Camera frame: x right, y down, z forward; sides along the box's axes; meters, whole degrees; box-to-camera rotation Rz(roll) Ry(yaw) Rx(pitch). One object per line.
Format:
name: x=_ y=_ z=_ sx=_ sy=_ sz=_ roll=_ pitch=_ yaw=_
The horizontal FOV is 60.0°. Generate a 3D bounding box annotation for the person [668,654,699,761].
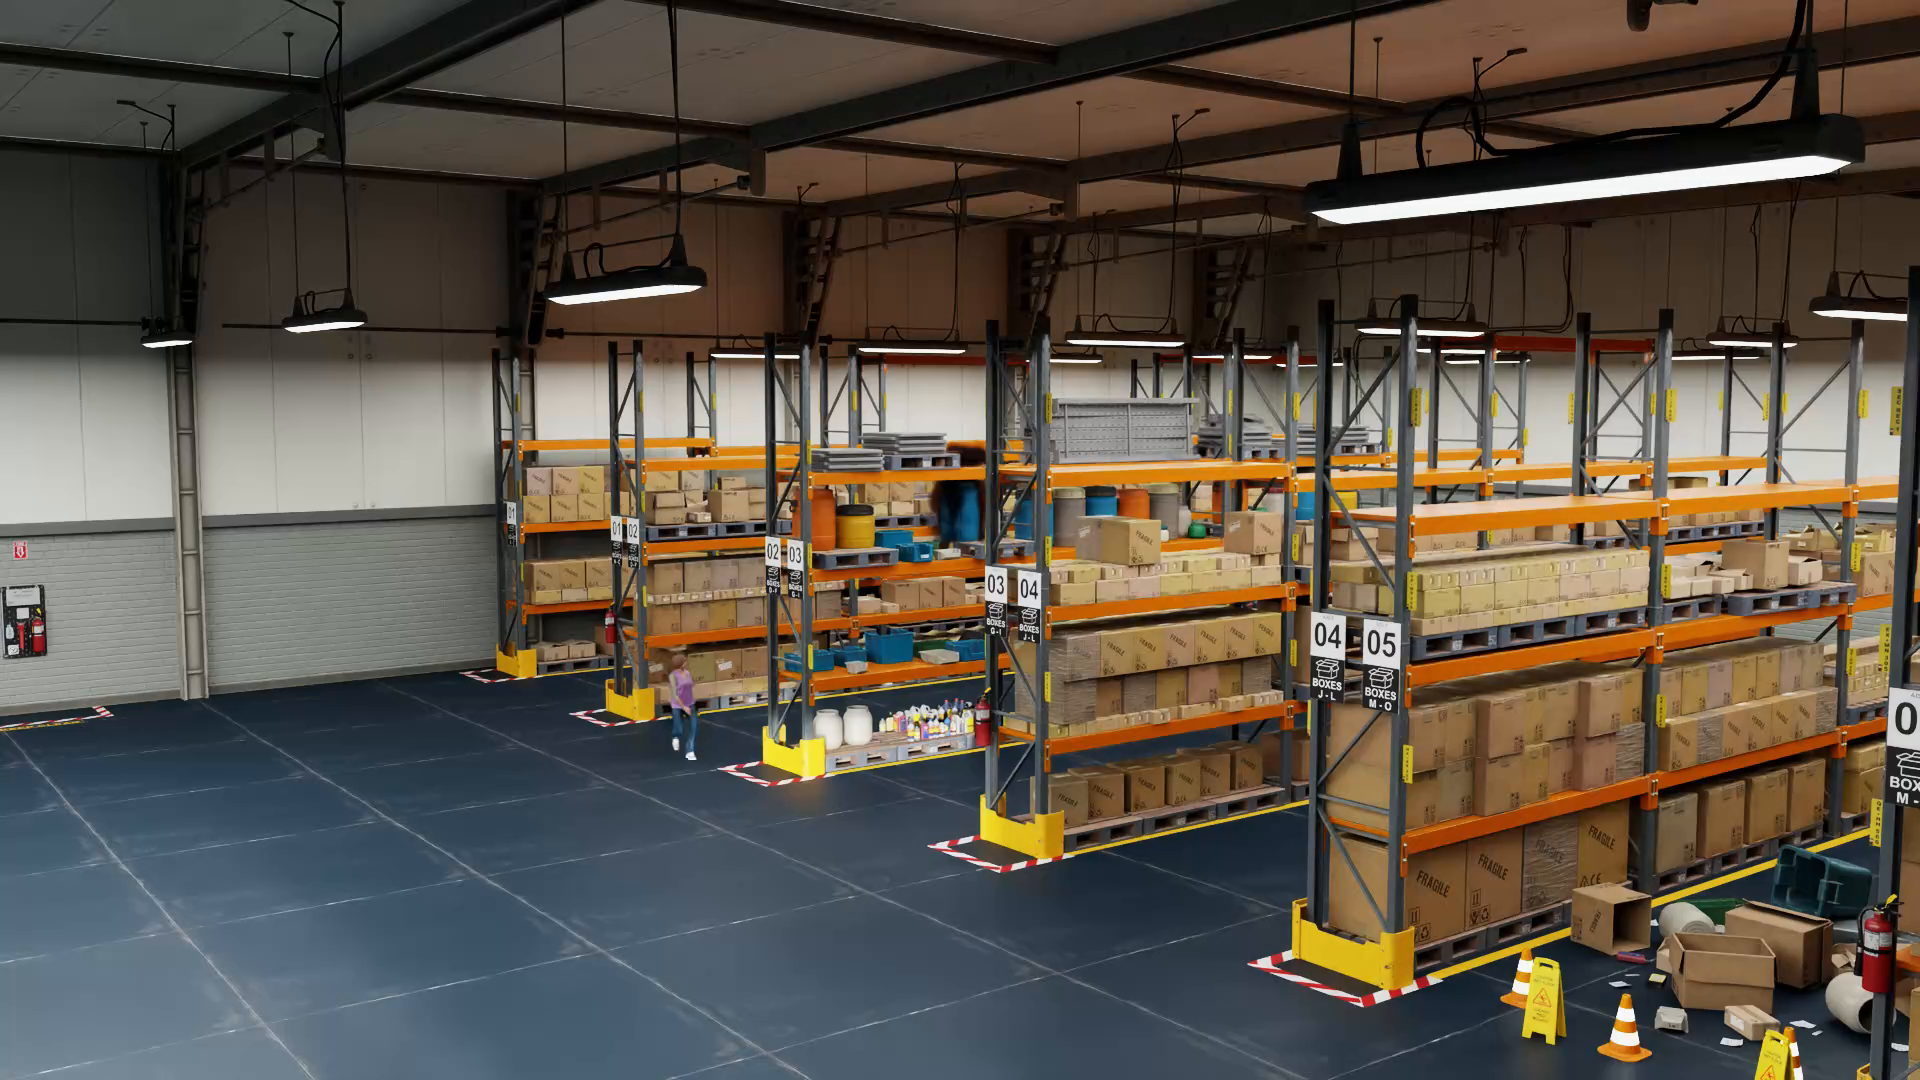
person: x=-3.909 y=2.354 z=23.680 sx=0.449 sy=1.482 sz=0.725 roll=-3 pitch=6 yaw=-34
